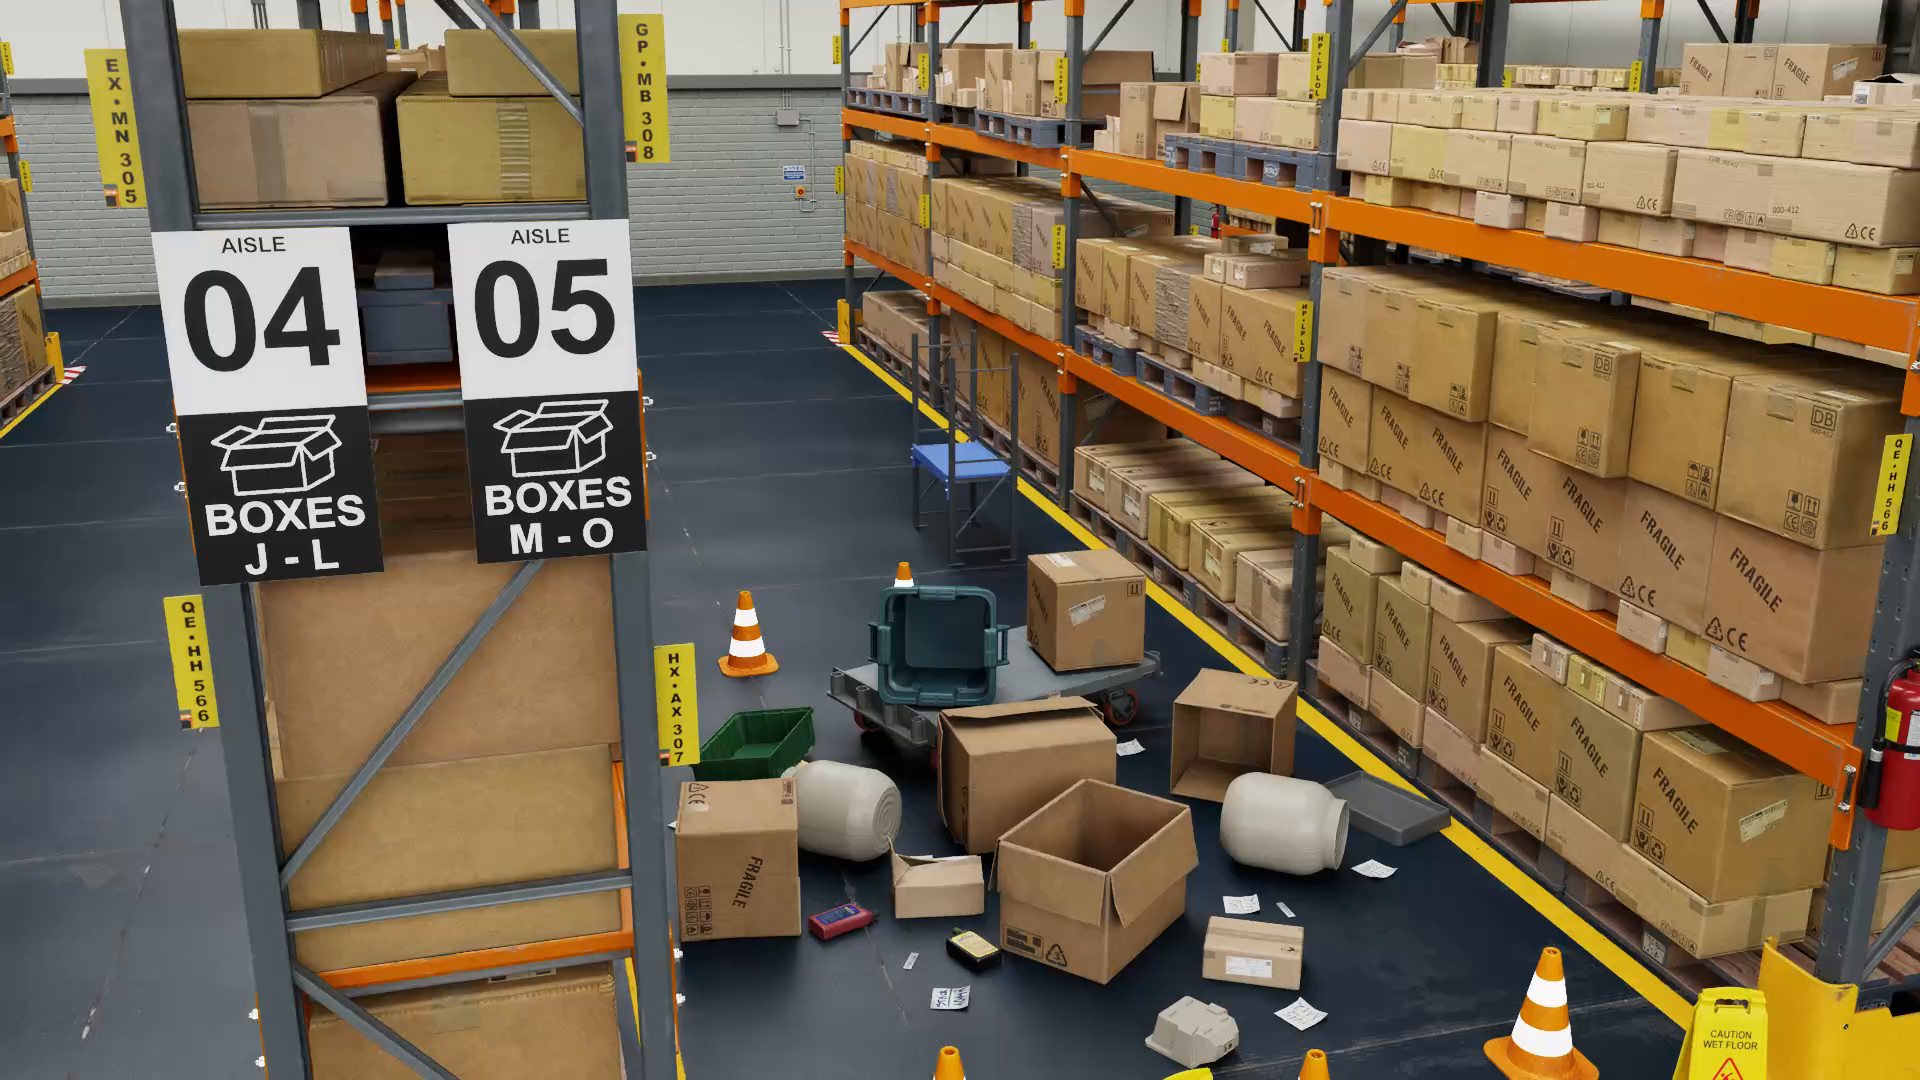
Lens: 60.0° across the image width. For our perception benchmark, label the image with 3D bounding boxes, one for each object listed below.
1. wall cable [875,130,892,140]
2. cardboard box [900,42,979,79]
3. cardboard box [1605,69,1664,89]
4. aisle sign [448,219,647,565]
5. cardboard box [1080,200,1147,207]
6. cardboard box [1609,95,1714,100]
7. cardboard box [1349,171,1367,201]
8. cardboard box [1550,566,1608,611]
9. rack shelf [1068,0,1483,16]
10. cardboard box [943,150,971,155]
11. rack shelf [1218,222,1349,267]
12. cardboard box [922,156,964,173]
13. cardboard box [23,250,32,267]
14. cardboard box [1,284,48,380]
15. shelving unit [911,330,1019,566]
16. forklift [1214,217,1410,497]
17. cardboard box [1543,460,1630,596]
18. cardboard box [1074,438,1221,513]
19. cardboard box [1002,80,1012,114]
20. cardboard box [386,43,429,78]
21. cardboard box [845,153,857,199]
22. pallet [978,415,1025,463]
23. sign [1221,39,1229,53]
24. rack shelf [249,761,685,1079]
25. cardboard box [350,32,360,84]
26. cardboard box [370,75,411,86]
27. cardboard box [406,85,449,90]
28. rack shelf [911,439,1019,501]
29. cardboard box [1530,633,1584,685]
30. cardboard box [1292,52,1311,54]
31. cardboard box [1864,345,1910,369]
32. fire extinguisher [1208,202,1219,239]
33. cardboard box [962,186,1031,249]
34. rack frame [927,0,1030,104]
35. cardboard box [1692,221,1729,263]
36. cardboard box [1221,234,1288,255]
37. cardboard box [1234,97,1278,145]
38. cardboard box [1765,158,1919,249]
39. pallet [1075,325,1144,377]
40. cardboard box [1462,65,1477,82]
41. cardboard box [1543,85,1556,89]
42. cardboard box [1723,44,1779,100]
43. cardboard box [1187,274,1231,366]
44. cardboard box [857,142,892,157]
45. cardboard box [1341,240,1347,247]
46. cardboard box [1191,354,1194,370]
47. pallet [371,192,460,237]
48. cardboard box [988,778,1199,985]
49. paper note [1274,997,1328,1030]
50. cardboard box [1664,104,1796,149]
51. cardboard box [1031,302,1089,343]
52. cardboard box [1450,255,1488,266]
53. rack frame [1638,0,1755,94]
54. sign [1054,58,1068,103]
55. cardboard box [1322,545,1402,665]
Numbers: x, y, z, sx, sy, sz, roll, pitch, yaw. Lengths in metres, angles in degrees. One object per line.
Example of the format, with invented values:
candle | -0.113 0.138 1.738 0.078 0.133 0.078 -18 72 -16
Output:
wall cable | -1.127 -6.091 25.751 0.588 1.984 0.122 -5 17 -15
cardboard box | -0.218 -4.931 17.355 0.797 0.503 0.637 -3 17 -11
cardboard box | 5.675 -3.882 13.998 0.380 0.149 0.250 -4 17 -13
aisle sign | -0.942 -0.336 3.837 0.394 0.787 0.004 -5 17 -15
cardboard box | 1.237 -2.538 13.774 0.500 0.500 0.500 -5 17 -15
cardboard box | 3.100 -1.886 7.355 0.380 0.149 0.250 -4 17 -15
cardboard box | 2.230 -1.822 8.526 0.380 0.149 0.250 -5 17 -16
cardboard box | 2.754 0.180 7.076 0.380 0.149 0.250 -5 17 -16
rack shelf | 1.832 -3.503 10.416 1.077 0.370 4.000 -5 17 -15
cardboard box | -0.053 -4.120 17.914 0.380 0.149 0.250 -5 17 -15
rack shelf | 4.405 -3.427 19.898 1.077 0.370 4.000 -5 17 -15
cardboard box | -0.175 -3.804 16.863 0.380 0.149 0.250 -4 17 -14
cardboard box | -10.030 -2.955 17.513 0.380 0.149 0.250 -4 17 -14
cardboard box | -10.191 -2.161 17.395 0.875 0.875 0.875 -5 17 -15
shelving unit | 0.023 -0.695 12.158 0.538 1.500 1.048 -5 17 -15
forklift | 3.196 -1.785 13.300 1.130 2.935 3.031 -5 18 -17
cardboard box | 2.800 -0.102 6.887 0.500 0.500 0.500 -5 17 -16
cardboard box | 1.428 -0.504 12.754 0.950 0.372 0.625 -6 18 -19
cardboard box | 0.568 -3.645 13.663 0.396 0.266 0.258 -5 17 -17
cardboard box | -3.810 -3.242 11.312 0.396 0.266 0.258 -5 17 -15
cardboard box | -1.058 -4.303 19.651 0.500 0.500 0.500 -5 17 -16
pallet | 0.807 -0.944 15.228 1.003 0.211 1.213 -5 17 -15
sign | 3.334 -6.137 20.936 0.100 0.325 0.005 -5 17 -15
rack shelf | -1.800 0.705 6.142 1.077 0.370 4.000 -5 17 -15
cardboard box | -2.018 -1.452 5.004 0.380 0.149 0.250 -5 17 -16
cardboard box | -2.205 -1.513 5.900 0.500 0.250 0.500 -5 17 -16
cardboard box | -1.277 -1.137 4.649 0.500 0.250 0.500 -5 17 -16
rack shelf | 0.023 -0.522 12.209 0.538 0.185 1.000 -5 17 -15
cardboard box | 2.708 0.500 7.192 0.380 0.149 0.250 -4 17 -13
cardboard box | 4.159 -5.509 19.238 0.500 0.250 0.500 -4 17 -14
cardboard box | 6.620 -1.191 11.464 0.500 0.250 0.500 -5 17 -16
fire extinguisher | 3.371 -4.114 21.715 0.296 0.674 0.183 -5 17 -15
cardboard box | 0.330 -2.930 15.080 0.500 0.500 0.500 -5 17 -17
rack frame | 0.184 -5.698 15.780 1.000 3.000 0.127 -5 17 -15
cardboard box | 2.969 -1.116 6.177 0.380 0.149 0.250 -5 17 -15
cardboard box | 2.004 -1.991 11.316 0.380 0.149 0.250 -6 18 -18
cardboard box | 1.948 -2.469 9.773 0.500 0.250 0.500 -4 17 -15
cardboard box | 3.082 -1.133 5.540 0.500 0.250 0.500 -5 17 -16
pallet | 1.581 -1.438 12.359 1.213 0.211 1.003 -5 17 -15
cardboard box | 5.036 -4.458 15.881 0.380 0.149 0.250 -5 17 -15
cardboard box | 5.494 -4.033 15.018 0.380 0.149 0.250 -5 17 -15
cardboard box | 6.254 -3.494 12.579 0.700 0.500 0.500 -5 17 -16
cardboard box | 1.761 -1.394 10.457 0.500 0.500 0.500 -4 17 -13
cardboard box | -0.983 -4.501 19.183 0.380 0.149 0.250 -4 17 -14
cardboard box | 4.438 -3.307 18.683 0.380 0.149 0.250 -4 17 -14
cardboard box | 1.735 -1.178 10.866 0.380 0.149 0.250 -5 18 -17
pallet | -1.803 -1.023 5.584 1.003 0.211 1.213 -5 17 -15
cardboard box | 0.564 1.404 6.903 0.637 0.503 0.797 11 20 32
paper note | 1.308 1.812 6.367 0.148 0.019 0.142 -12 20 -34
cardboard box | 2.902 -1.560 6.269 0.380 0.149 0.250 -5 17 -15
cardboard box | 0.894 -1.766 13.379 0.500 0.250 0.500 -5 18 -17
cardboard box | 5.231 -2.956 16.174 0.700 0.500 0.500 -5 17 -16
rack frame | 6.054 -4.985 13.406 1.000 3.000 0.127 -5 17 -15
sign | 0.747 -3.399 12.304 0.100 0.325 0.005 -5 17 -15
cardboard box | 2.285 0.329 8.889 0.500 0.500 0.500 -4 17 -13
